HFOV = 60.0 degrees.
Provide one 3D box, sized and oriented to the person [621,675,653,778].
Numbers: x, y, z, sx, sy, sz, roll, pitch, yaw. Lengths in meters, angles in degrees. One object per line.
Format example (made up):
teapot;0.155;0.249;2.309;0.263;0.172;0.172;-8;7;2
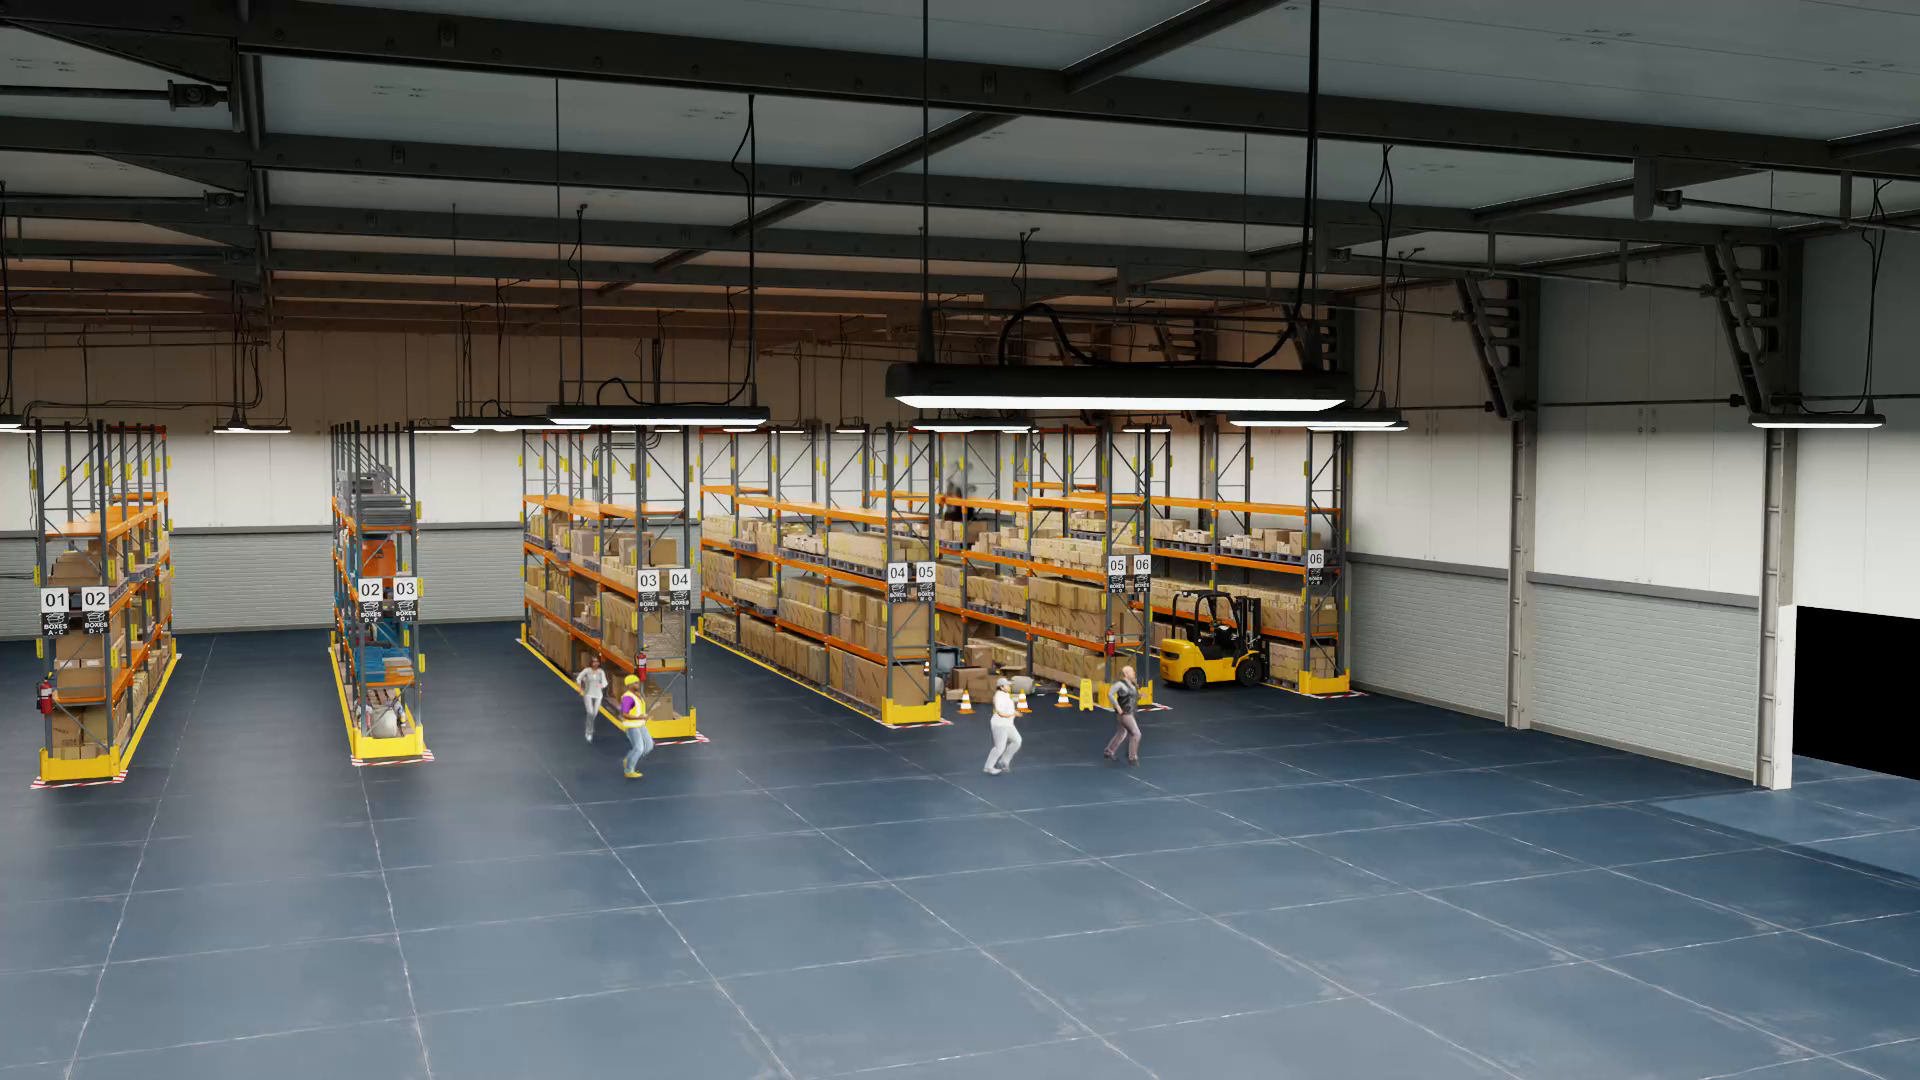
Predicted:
person;-5.387;3.111;27.820;0.582;1.721;0.688;1;4;9

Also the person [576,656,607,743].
person;-6.905;2.987;31.273;0.525;1.627;0.634;-2;4;-28

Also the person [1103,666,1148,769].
person;2.873;3.072;28.864;0.781;1.792;0.628;1;4;20

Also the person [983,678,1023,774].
person;0.740;3.153;28.051;0.685;1.680;0.580;1;4;13
